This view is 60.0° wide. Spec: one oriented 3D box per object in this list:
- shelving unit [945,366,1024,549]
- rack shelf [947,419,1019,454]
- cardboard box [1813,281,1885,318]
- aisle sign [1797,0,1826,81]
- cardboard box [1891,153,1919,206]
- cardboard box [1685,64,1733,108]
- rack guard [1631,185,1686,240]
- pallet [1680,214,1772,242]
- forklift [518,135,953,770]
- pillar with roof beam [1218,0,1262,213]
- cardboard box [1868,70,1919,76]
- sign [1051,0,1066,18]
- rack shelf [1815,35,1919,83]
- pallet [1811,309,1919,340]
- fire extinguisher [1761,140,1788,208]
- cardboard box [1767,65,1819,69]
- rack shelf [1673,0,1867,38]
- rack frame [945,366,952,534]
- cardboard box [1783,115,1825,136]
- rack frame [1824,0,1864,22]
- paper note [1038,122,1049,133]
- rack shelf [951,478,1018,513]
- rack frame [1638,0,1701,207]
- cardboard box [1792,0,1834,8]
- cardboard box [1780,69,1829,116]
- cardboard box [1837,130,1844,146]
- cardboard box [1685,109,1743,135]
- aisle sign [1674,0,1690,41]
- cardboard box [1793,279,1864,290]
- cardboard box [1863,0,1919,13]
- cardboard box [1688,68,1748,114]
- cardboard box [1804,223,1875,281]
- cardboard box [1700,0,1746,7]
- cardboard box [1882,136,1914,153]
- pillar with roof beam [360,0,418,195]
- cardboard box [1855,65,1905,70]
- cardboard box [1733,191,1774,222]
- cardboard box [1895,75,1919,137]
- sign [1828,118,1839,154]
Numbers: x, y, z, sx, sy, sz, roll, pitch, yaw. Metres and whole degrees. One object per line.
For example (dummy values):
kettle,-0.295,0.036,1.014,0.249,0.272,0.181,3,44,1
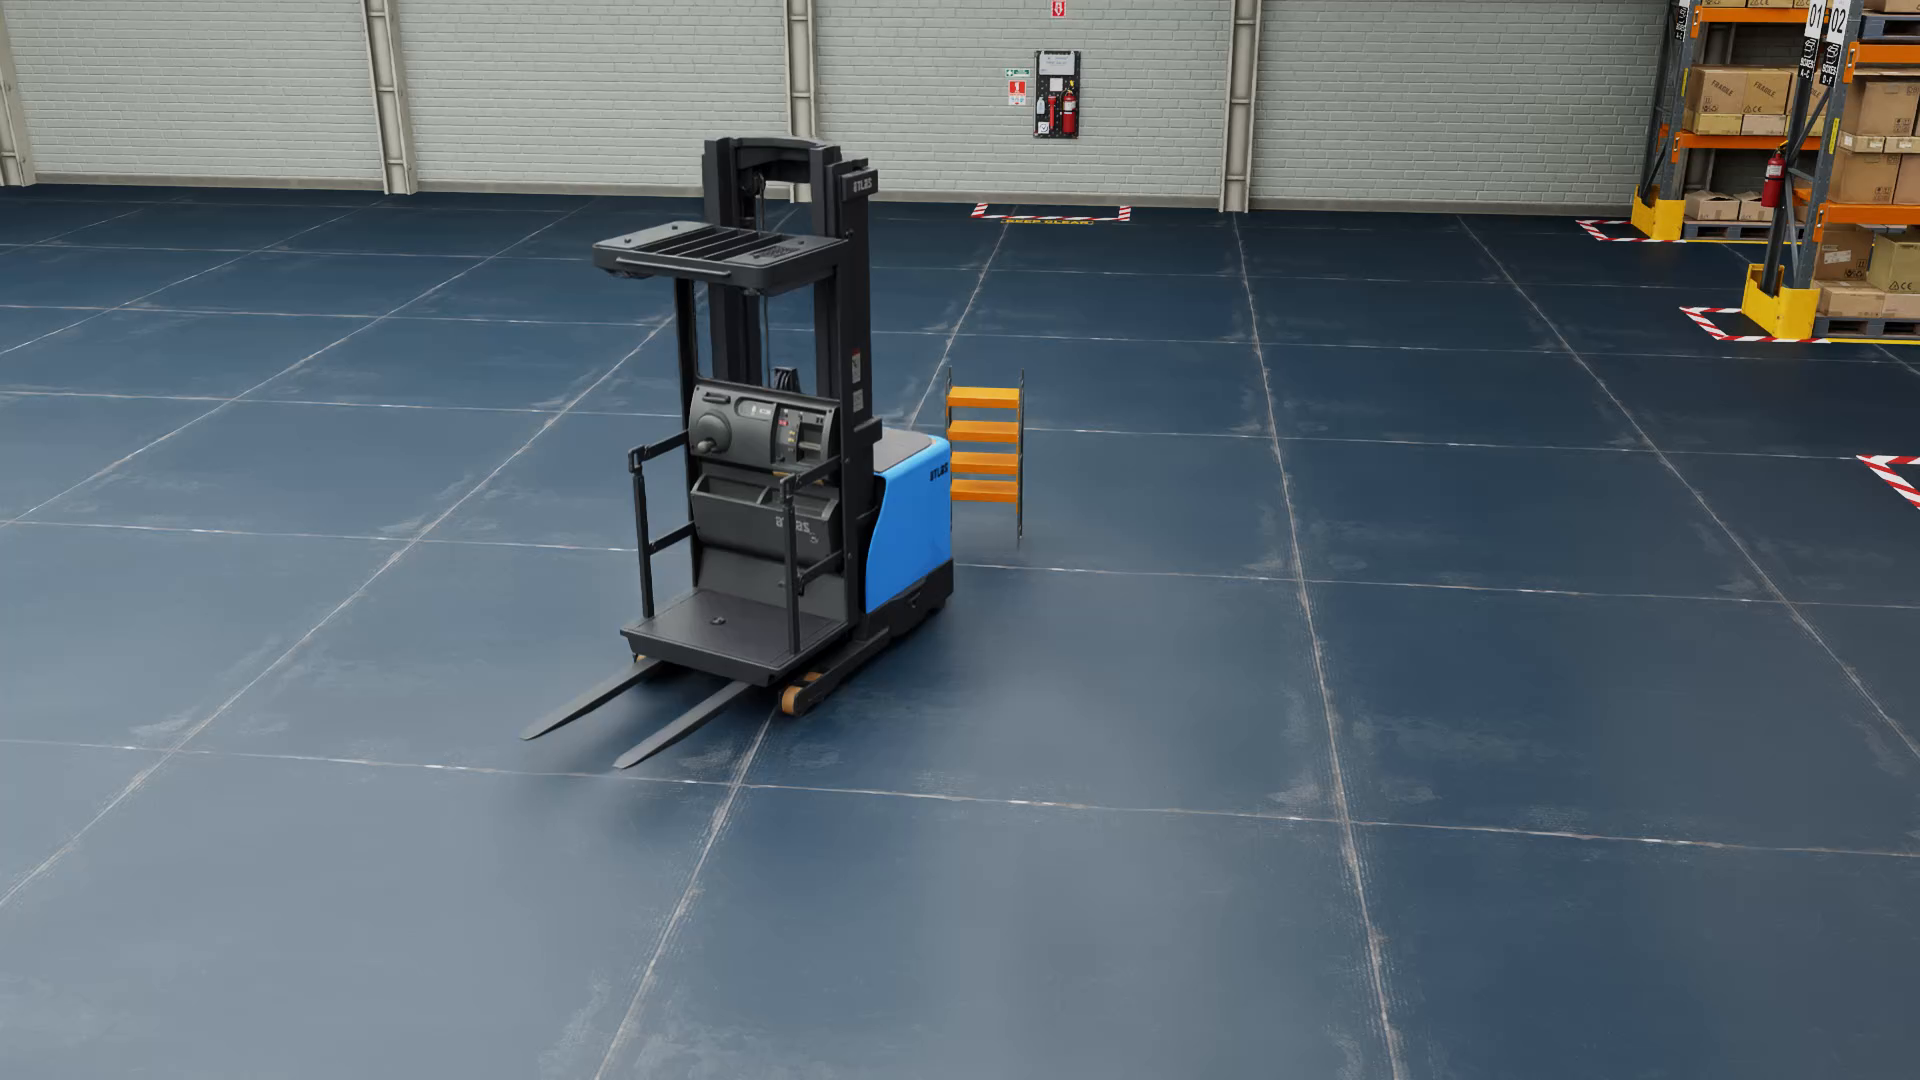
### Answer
shelving unit,0.164,-0.551,11.201,0.503,1.200,0.258,2,22,6
rack shelf,0.164,-0.696,11.144,0.480,0.148,0.258,2,22,6
cardboard box,8.861,-2.406,16.614,0.500,0.250,0.500,2,22,6
aisle sign,8.324,-4.913,16.250,0.004,0.787,0.394,2,22,6
cardboard box,9.339,-3.594,16.315,0.500,0.500,0.700,3,22,8
cardboard box,9.427,-5.748,21.056,0.500,0.500,0.500,2,22,6
rack guard,9.010,-4.237,21.476,0.348,0.500,1.175,2,22,6
pallet,9.812,-4.054,21.408,1.213,0.211,1.003,2,22,6
forklift,-1.194,-0.595,8.959,1.130,2.935,3.031,11,24,27
pillar with roof beam,3.266,-7.166,17.325,0.400,9.000,9.100,2,22,6
cardboard box,11.405,-5.470,20.354,0.500,0.500,0.500,2,22,5
sign,1.327,-7.183,22.376,0.199,0.298,0.001,2,22,6
rack shelf,10.341,-4.567,15.812,4.000,0.370,1.077,2,22,6
pallet,9.119,-2.279,16.917,1.213,0.211,1.003,2,22,6
fire extinguisher,8.292,-3.732,16.906,0.183,0.674,0.296,2,22,6
cardboard box,10.440,-5.702,20.939,0.500,0.500,0.500,2,22,5
rack shelf,10.920,-6.376,20.387,4.000,0.370,1.077,2,22,6
rack frame,-0.078,-0.561,11.228,0.015,1.200,0.240,2,22,6
cardboard box,10.404,-5.163,20.597,0.500,0.250,0.500,2,22,5
rack frame,8.355,-6.383,15.347,0.127,3.000,1.000,2,22,6
paper note,1.156,-5.692,22.954,0.142,0.148,0.016,2,22,6
rack shelf,0.164,-0.304,11.299,0.480,0.148,0.258,2,22,6
rack frame,8.934,-5.402,21.025,0.127,3.000,1.000,2,22,6
cardboard box,10.282,-6.690,20.039,0.500,0.500,0.500,4,22,9
cardboard box,10.375,-5.511,20.455,0.500,0.500,0.500,2,22,5
cardboard box,8.757,-3.995,16.446,0.250,0.149,0.380,2,22,5
cardboard box,9.381,-5.205,20.702,0.500,0.250,0.500,2,22,5
aisle sign,8.827,-6.505,20.278,0.004,0.787,0.394,2,22,6
cardboard box,8.922,-2.595,17.092,0.500,0.250,0.500,2,22,6
cardboard box,8.925,-5.271,15.710,0.637,0.503,0.797,4,22,10
cardboard box,9.373,-5.560,20.581,0.500,0.500,0.500,3,22,6
cardboard box,8.923,-2.944,16.956,0.500,0.500,0.500,2,22,6
cardboard box,9.237,-6.747,20.184,0.500,0.500,0.500,3,22,8
cardboard box,8.982,-3.836,16.044,0.250,0.149,0.380,2,22,5
pillar with roof beam,-8.650,-7.685,18.638,0.400,9.000,9.100,2,22,6
cardboard box,11.457,-5.662,20.837,0.500,0.500,0.500,3,22,8
cardboard box,10.177,-4.269,21.217,0.500,0.311,0.500,4,22,11
cardboard box,9.393,-4.195,16.072,0.500,0.500,0.700,2,22,5
sign,8.284,-3.831,15.764,0.005,0.325,0.100,2,22,6
